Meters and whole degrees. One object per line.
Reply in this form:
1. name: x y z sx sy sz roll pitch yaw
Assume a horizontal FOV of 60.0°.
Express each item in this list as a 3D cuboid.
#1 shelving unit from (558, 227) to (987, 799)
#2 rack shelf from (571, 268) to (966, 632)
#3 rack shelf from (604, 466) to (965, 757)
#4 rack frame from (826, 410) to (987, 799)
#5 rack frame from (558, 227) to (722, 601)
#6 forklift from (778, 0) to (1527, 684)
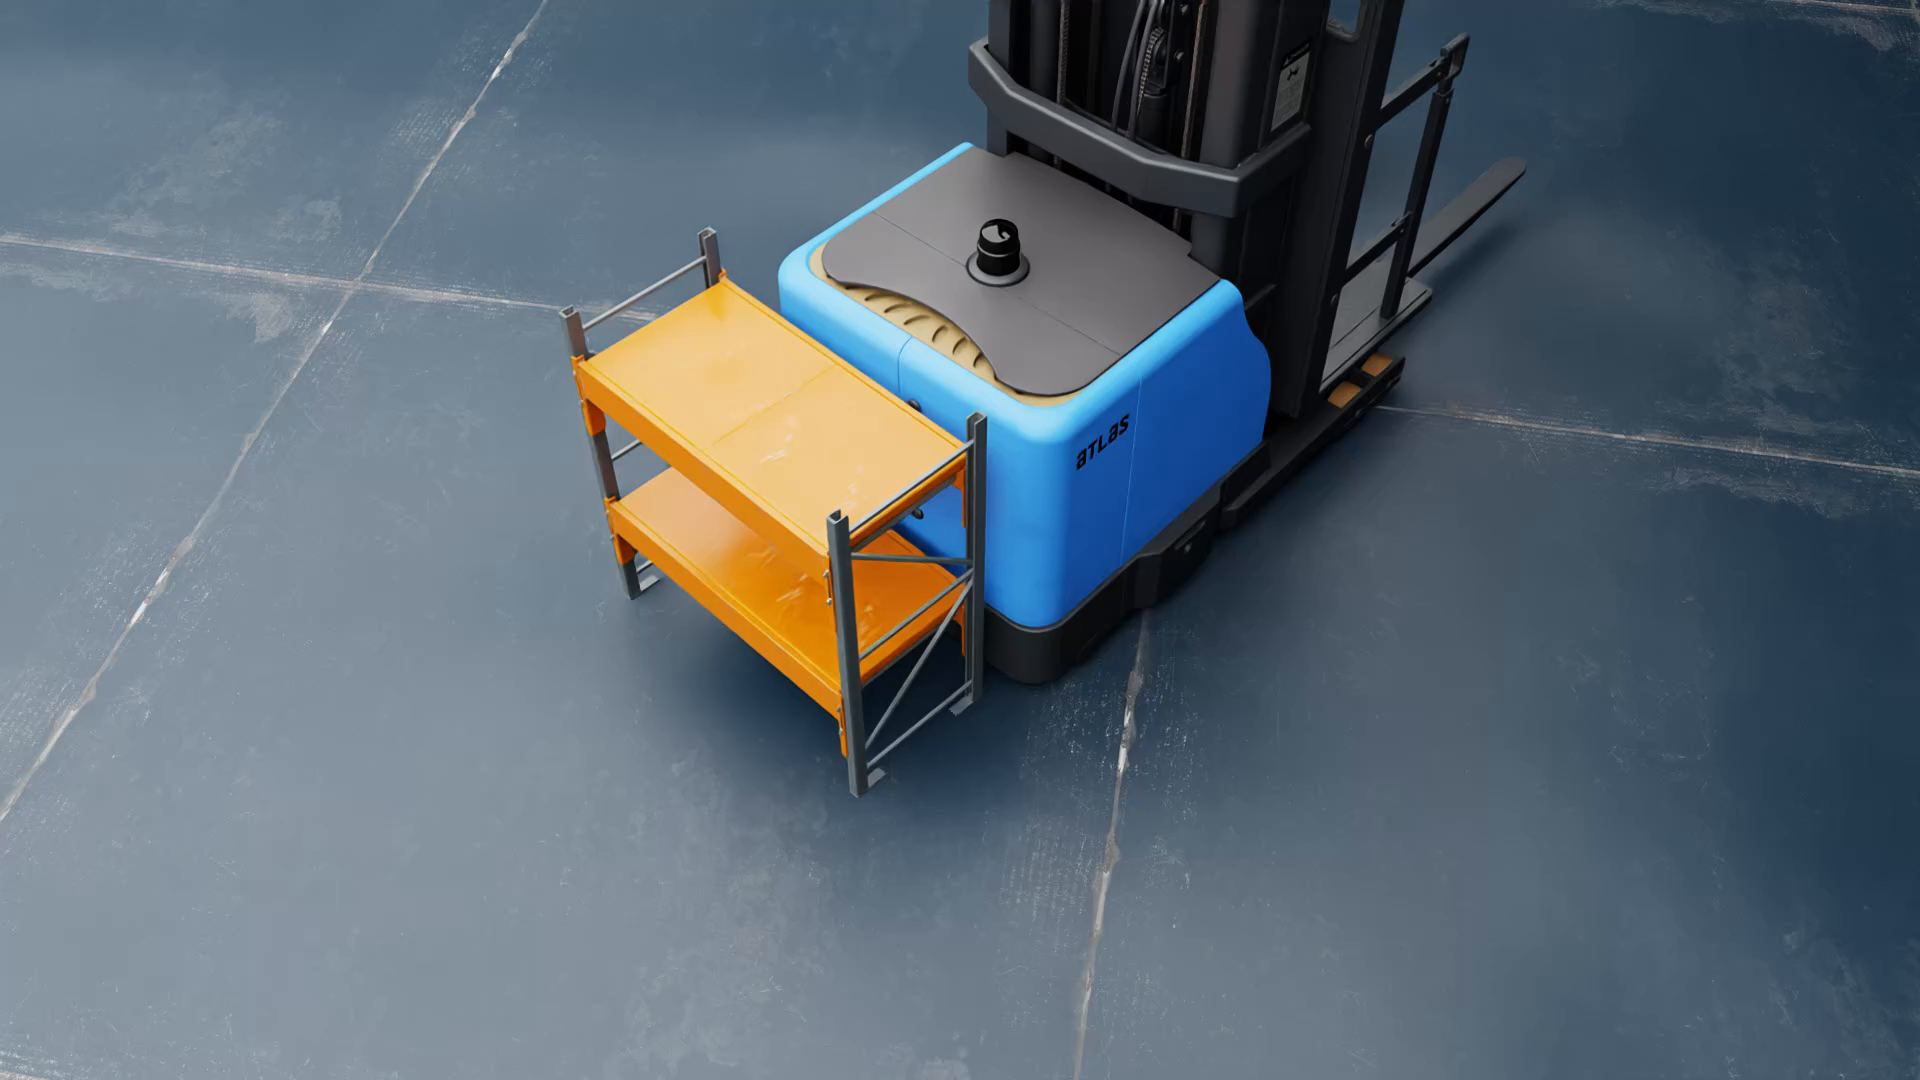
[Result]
1. shelving unit: -0.482 -0.066 4.553 1.048 1.125 0.538 36 57 28
2. rack shelf: -0.482 -0.261 4.335 1.000 0.278 0.538 36 57 28
3. rack shelf: -0.482 0.098 4.735 1.000 0.278 0.538 36 57 28
4. rack frame: -0.120 0.200 4.314 0.032 1.125 0.500 36 57 28
5. rack frame: -0.843 -0.331 4.791 0.032 1.125 0.500 36 57 28
6. forklift: 0.855 -1.578 4.698 1.130 2.935 3.031 34 56 27
